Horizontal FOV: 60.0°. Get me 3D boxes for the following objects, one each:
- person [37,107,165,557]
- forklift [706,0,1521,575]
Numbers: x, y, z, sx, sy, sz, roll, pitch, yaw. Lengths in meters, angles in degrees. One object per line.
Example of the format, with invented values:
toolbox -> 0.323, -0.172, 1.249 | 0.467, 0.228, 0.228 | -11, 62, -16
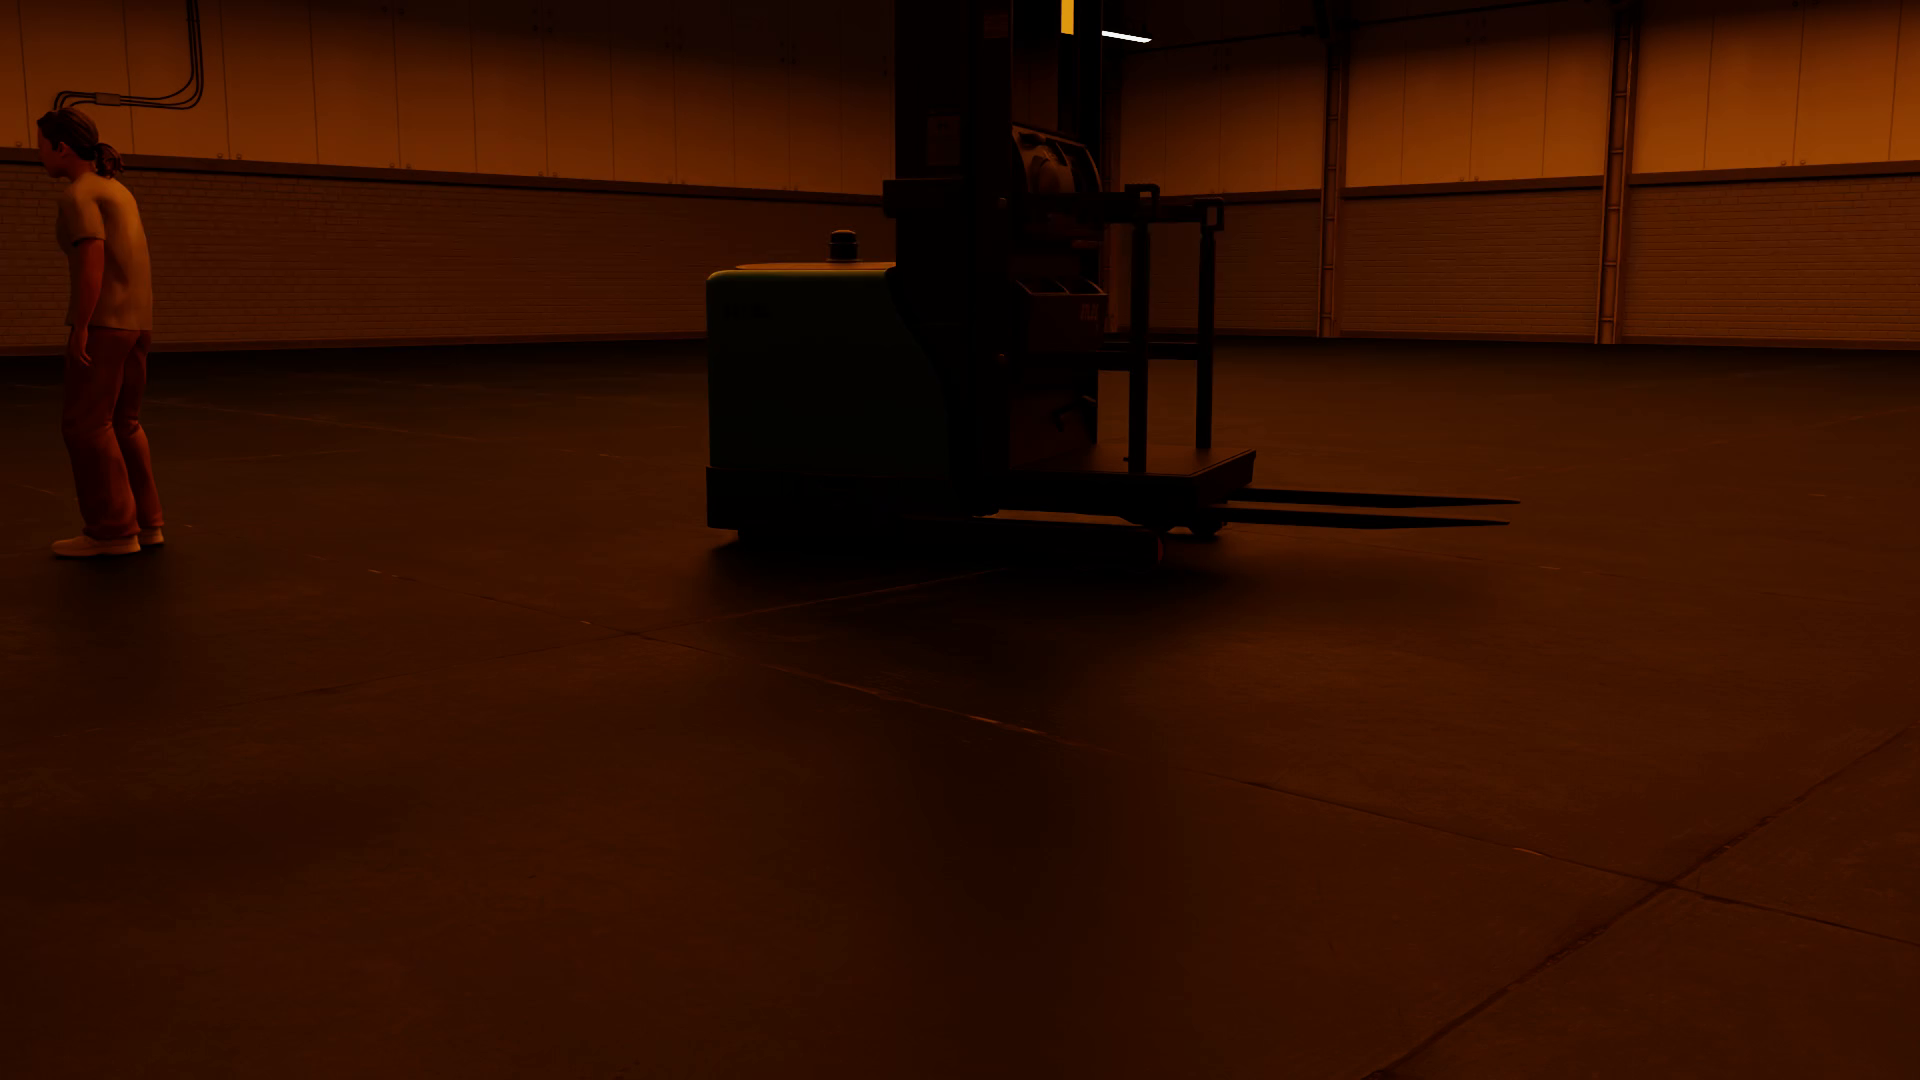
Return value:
person -> -3.268, -0.784, 6.315 | 0.363, 1.672, 0.499 | -1, 9, -5
forklift -> 0.565, -1.416, 6.275 | 3.031, 2.935, 1.130 | 3, 9, 22
